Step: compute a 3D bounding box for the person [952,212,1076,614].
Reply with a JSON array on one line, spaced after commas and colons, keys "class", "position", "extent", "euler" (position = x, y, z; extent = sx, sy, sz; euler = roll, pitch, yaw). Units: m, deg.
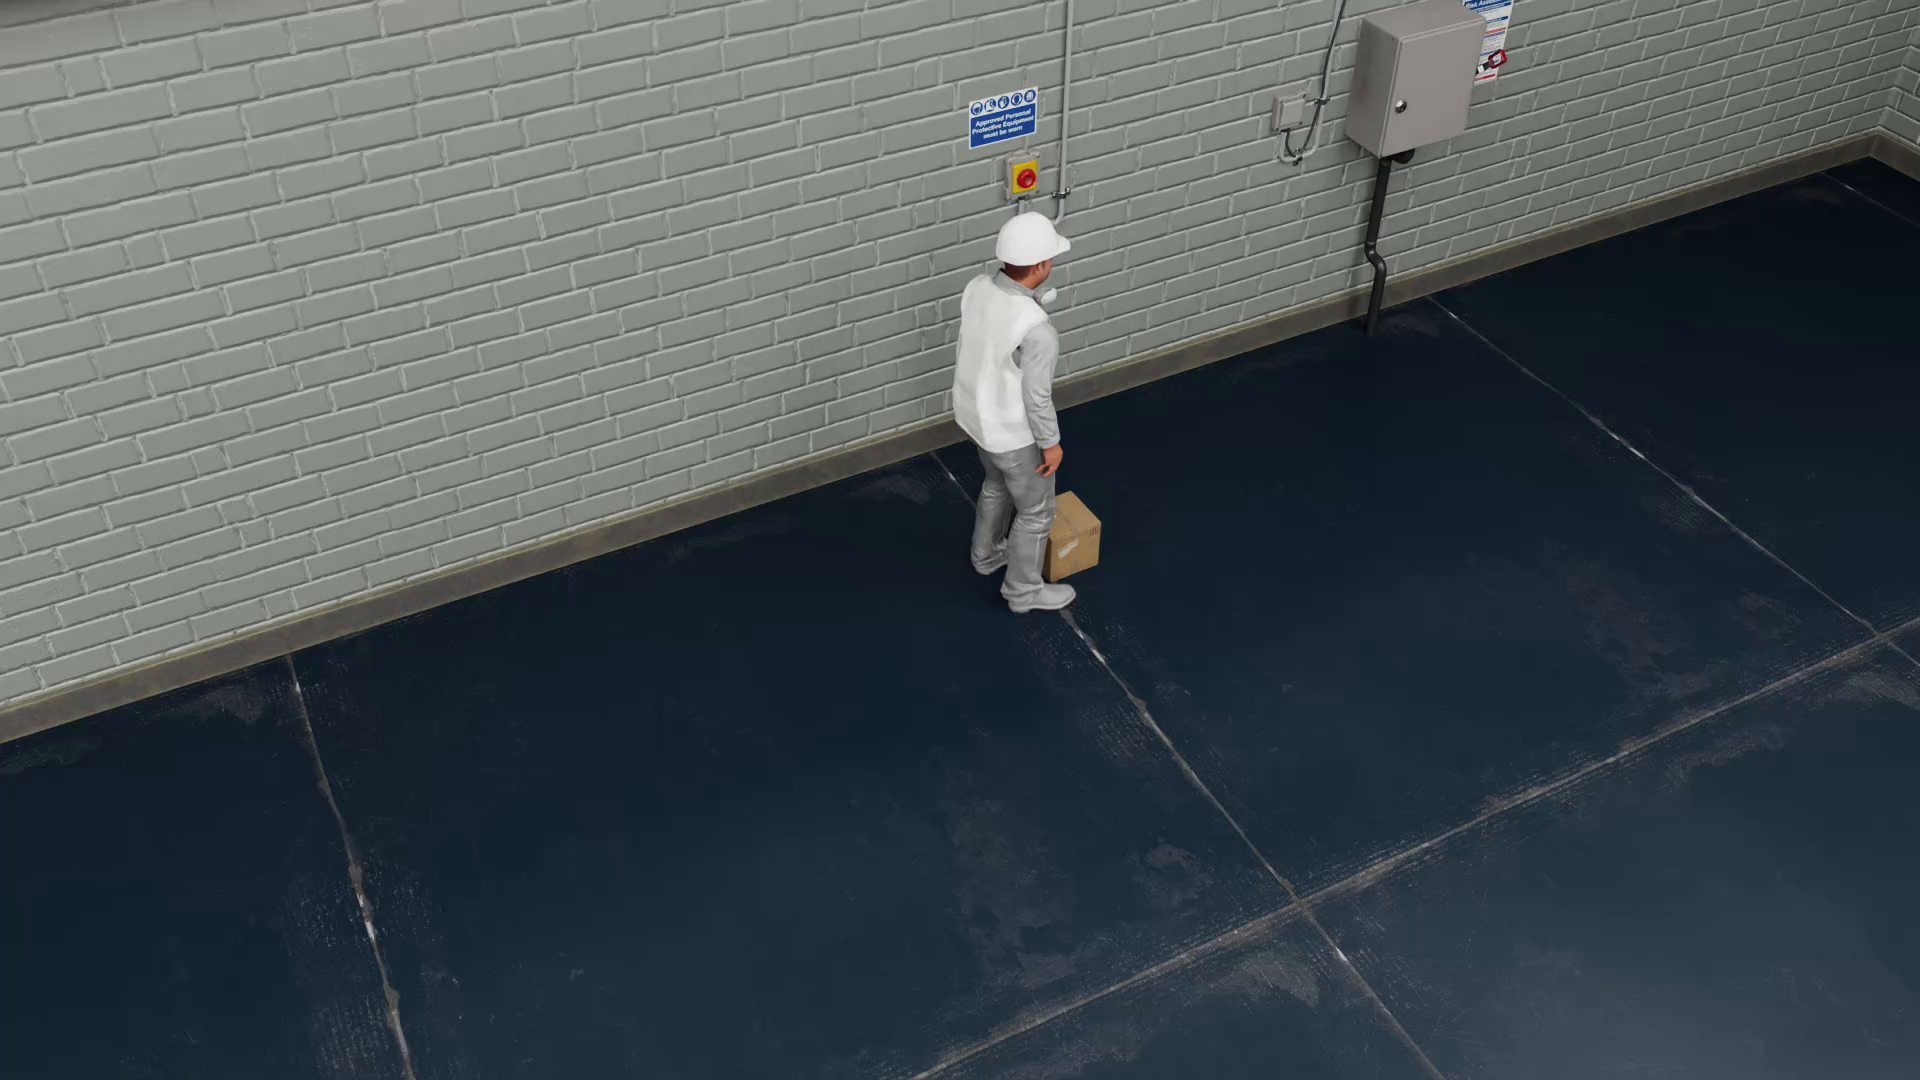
[{"class": "person", "position": [0.215, -0.501, 6.715], "extent": [0.464, 1.769, 0.583], "euler": [-21, 45, -23]}]
